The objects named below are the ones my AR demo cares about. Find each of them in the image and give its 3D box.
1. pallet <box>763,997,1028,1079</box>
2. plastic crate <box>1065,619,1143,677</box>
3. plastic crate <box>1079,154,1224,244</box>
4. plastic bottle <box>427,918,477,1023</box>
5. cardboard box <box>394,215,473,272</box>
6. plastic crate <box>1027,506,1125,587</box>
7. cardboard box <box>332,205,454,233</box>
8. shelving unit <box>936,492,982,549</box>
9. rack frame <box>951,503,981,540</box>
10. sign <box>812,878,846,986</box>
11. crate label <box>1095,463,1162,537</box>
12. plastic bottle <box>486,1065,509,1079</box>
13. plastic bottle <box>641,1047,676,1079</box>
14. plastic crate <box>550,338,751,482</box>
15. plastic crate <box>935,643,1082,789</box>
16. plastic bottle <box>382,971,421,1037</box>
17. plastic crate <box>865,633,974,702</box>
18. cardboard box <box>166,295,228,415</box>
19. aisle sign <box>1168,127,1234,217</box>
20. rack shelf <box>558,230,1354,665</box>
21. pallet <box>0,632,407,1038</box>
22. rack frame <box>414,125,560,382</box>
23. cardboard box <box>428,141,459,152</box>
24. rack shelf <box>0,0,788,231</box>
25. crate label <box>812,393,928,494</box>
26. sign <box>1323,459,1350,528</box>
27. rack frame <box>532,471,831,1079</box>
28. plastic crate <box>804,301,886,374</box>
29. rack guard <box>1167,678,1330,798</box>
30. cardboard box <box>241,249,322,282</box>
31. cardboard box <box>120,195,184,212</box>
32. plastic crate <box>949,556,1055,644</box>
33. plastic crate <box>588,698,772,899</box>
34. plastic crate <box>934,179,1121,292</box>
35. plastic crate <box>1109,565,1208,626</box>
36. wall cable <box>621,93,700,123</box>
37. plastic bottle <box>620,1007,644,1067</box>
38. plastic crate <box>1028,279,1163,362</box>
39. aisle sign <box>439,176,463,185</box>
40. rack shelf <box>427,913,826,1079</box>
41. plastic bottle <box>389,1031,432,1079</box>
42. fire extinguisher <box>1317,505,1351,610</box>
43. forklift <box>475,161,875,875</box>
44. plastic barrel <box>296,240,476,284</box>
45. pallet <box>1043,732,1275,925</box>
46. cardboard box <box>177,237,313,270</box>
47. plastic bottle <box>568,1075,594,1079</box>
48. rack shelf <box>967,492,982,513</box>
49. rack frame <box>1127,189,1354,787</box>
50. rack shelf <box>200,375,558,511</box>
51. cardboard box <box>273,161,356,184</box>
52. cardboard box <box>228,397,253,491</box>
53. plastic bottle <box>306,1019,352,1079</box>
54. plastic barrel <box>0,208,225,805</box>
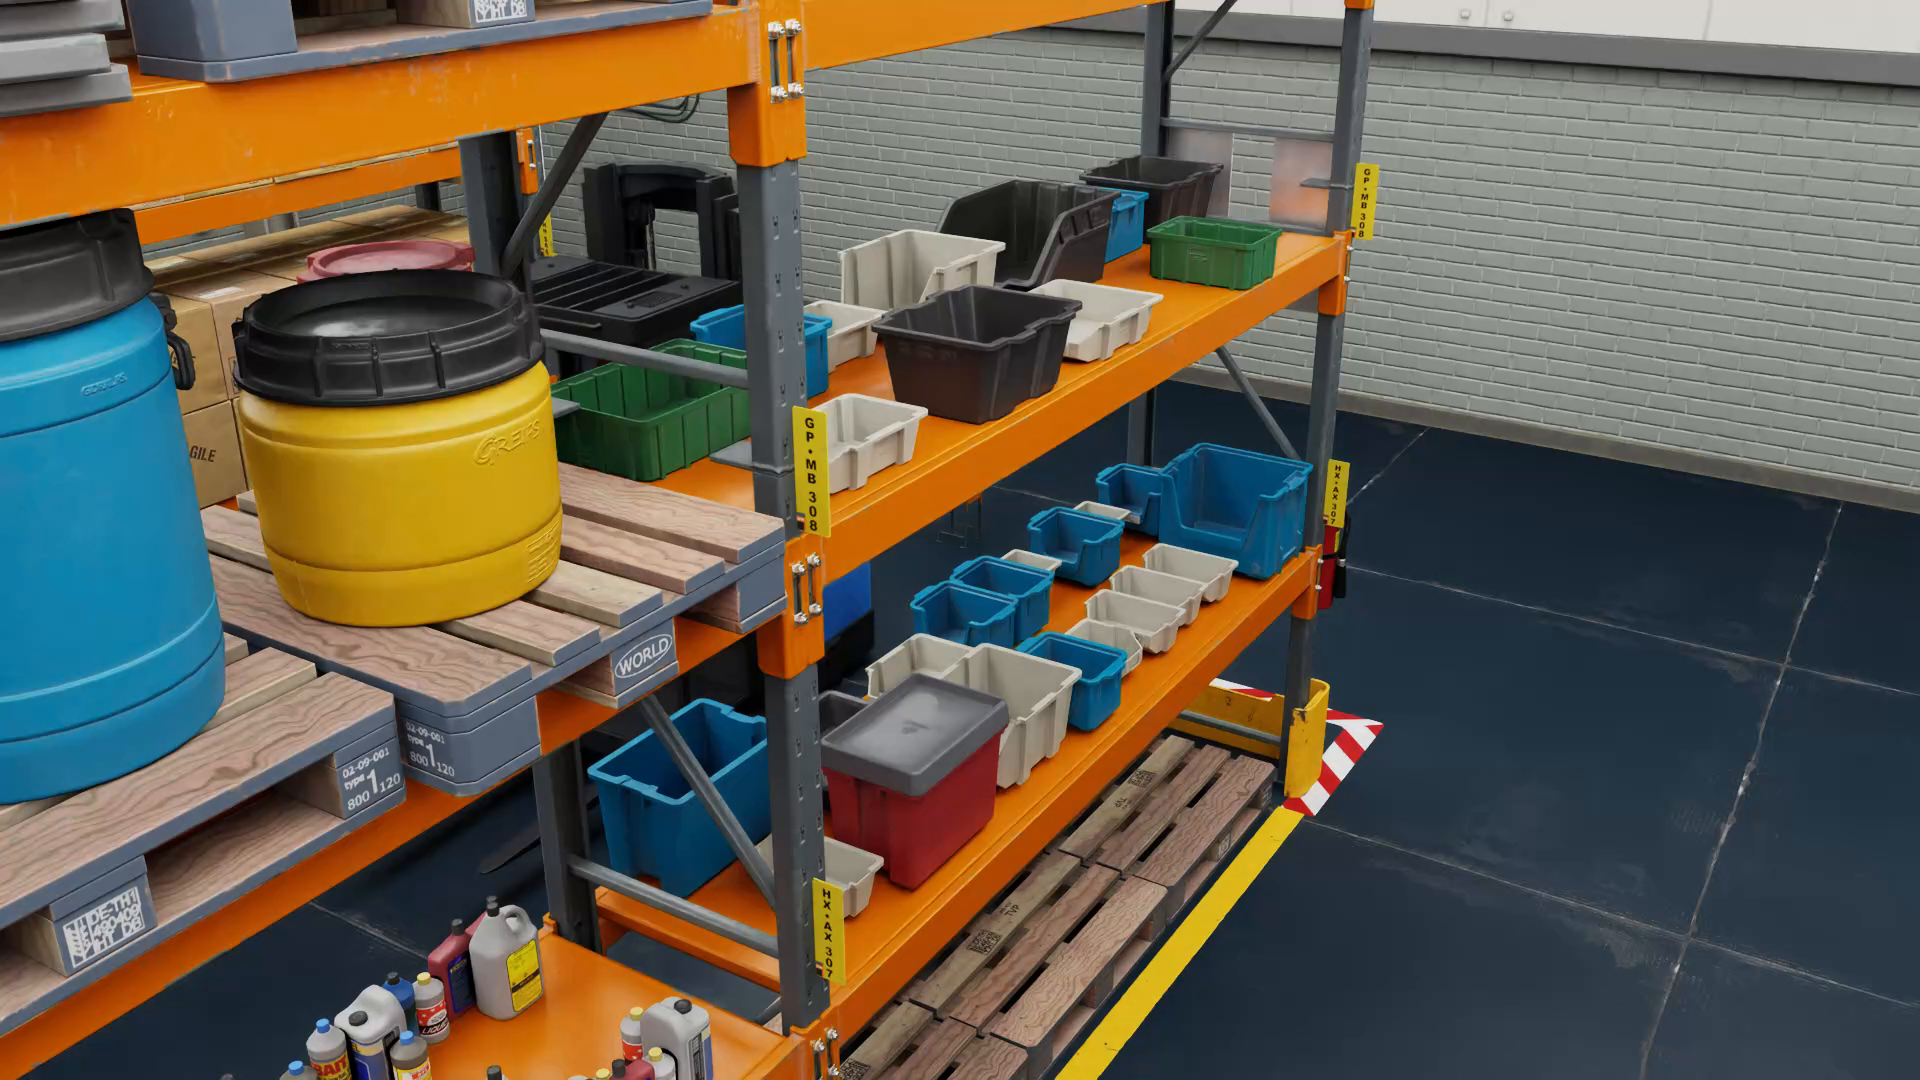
[{"bbox_3d":[-0.474,2.123,6.081,1.003,0.211,1.213,14,27,29],"label":"pallet"},{"bbox_3d":[0.573,0.454,6.683,0.298,0.136,0.250,14,27,29],"label":"plastic crate"},{"bbox_3d":[0.841,-1.496,7.318,0.497,0.269,0.590,14,27,29],"label":"plastic crate"},{"bbox_3d":[-1.455,1.232,4.774,0.061,0.283,0.133,14,27,29],"label":"plastic bottle"},{"bbox_3d":[-2.927,-1.587,9.755,0.500,0.500,0.500,14,27,29],"label":"cardboard box"},{"bbox_3d":[0.524,0.035,7.528,0.416,0.233,0.300,14,27,29],"label":"plastic crate"},{"bbox_3d":[-3.383,-1.700,10.017,0.500,0.500,0.500,15,27,31],"label":"cardboard box"},{"bbox_3d":[-0.008,-0.546,11.000,0.258,1.200,0.189,14,27,29],"label":"shelving unit"},{"bbox_3d":[0.041,-0.577,11.072,0.240,1.200,0.006,14,27,29],"label":"rack frame"},{"bbox_3d":[-0.363,1.088,4.612,0.100,0.325,0.005,14,27,29],"label":"sign"},{"bbox_3d":[0.871,-0.187,8.041,0.416,0.233,0.303,14,27,29],"label":"crate label"},{"bbox_3d":[-1.159,1.471,4.139,0.144,0.351,0.185,14,27,29],"label":"plastic bottle"},{"bbox_3d":[-0.800,1.436,4.407,0.097,0.201,0.097,0,23,0],"label":"plastic bottle"},{"bbox_3d":[-0.863,-0.386,4.857,0.450,0.188,0.662,14,27,29],"label":"plastic crate"},{"bbox_3d":[0.133,0.650,6.048,0.437,0.282,0.530,14,27,29],"label":"plastic crate"},{"bbox_3d":[-1.552,1.313,4.602,0.097,0.271,0.097,0,23,0],"label":"plastic bottle"},{"bbox_3d":[-0.166,0.542,6.478,0.293,0.136,0.466,14,27,29],"label":"plastic crate"},{"bbox_3d":[-4.004,-0.892,8.151,0.500,0.500,0.500,13,27,27],"label":"cardboard box"},{"bbox_3d":[1.066,-1.530,7.737,0.394,0.787,0.004,14,27,29],"label":"aisle sign"},{"bbox_3d":[0.226,-0.622,6.041,1.077,0.370,4.000,14,27,29],"label":"rack shelf"},{"bbox_3d":[-1.755,0.478,2.832,1.003,0.211,1.213,14,27,29],"label":"pallet"},{"bbox_3d":[-2.925,-1.290,10.454,1.000,3.000,0.127,14,27,29],"label":"rack frame"},{"bbox_3d":[-2.972,-2.369,9.360,0.500,0.250,0.500,14,27,29],"label":"cardboard box"},{"bbox_3d":[-1.884,-0.465,2.406,1.077,0.370,4.000,14,27,29],"label":"rack shelf"},{"bbox_3d":[-0.326,-0.261,4.633,0.293,0.136,0.466,14,27,29],"label":"crate label"},{"bbox_3d":[1.757,-0.216,7.767,0.100,0.325,0.005,14,27,29],"label":"sign"},{"bbox_3d":[-0.829,1.099,4.935,1.000,3.000,0.127,14,27,29],"label":"rack frame"},{"bbox_3d":[-0.482,-0.665,5.567,0.293,0.136,0.466,14,27,29],"label":"plastic crate"},{"bbox_3d":[1.282,0.886,8.575,1.175,0.500,0.348,14,27,29],"label":"rack guard"},{"bbox_3d":[-3.462,-1.240,8.955,0.500,0.500,0.500,15,27,30],"label":"cardboard box"},{"bbox_3d":[-4.037,-1.696,7.806,0.500,0.250,0.500,14,27,29],"label":"cardboard box"},{"bbox_3d":[0.176,0.257,7.015,0.416,0.233,0.300,14,27,29],"label":"plastic crate"},{"bbox_3d":[-0.873,0.850,5.455,0.392,0.384,0.575,14,27,29],"label":"plastic crate"},{"bbox_3d":[0.241,-1.141,6.412,0.504,0.338,0.767,14,27,29],"label":"plastic crate"},{"bbox_3d":[0.839,0.251,7.151,0.396,0.136,0.243,14,27,29],"label":"plastic crate"},{"bbox_3d":[-3.849,-5.489,16.511,3.097,2.526,0.112,14,27,29],"label":"wall cable"},{"bbox_3d":[-0.878,1.372,4.556,0.097,0.201,0.097,0,23,0],"label":"plastic bottle"},{"bbox_3d":[0.402,-0.757,5.779,0.437,0.136,0.530,14,27,29],"label":"plastic crate"},{"bbox_3d":[-3.139,-2.567,10.133,0.394,0.787,0.004,14,27,29],"label":"aisle sign"},{"bbox_3d":[-1.884,2.105,3.518,1.077,0.370,4.000,14,27,29],"label":"rack shelf"},{"bbox_3d":[-1.474,1.410,4.467,0.097,0.201,0.097,0,23,0],"label":"plastic bottle"},{"bbox_3d":[1.746,0.000,8.040,0.296,0.674,0.183,14,27,29],"label":"fire extinguisher"},{"bbox_3d":[-1.648,-0.264,8.171,1.130,2.935,3.031,12,26,26],"label":"forklift"},{"bbox_3d":[-1.320,-0.407,3.939,0.433,0.535,0.433,0,23,0],"label":"plastic barrel"},{"bbox_3d":[0.813,1.299,7.983,1.003,0.211,1.213,14,27,29],"label":"pallet"},{"bbox_3d":[-3.921,-1.354,9.218,0.500,0.500,0.500,14,27,30],"label":"cardboard box"},{"bbox_3d":[-0.955,1.480,4.211,0.152,0.276,0.135,14,27,29],"label":"plastic bottle"},{"bbox_3d":[-0.008,-0.285,11.113,0.258,0.103,0.180,14,27,29],"label":"rack shelf"},{"bbox_3d":[1.281,-0.251,8.053,1.000,3.000,0.127,14,27,29],"label":"rack frame"},{"bbox_3d":[-3.980,-0.285,9.038,1.077,0.370,4.000,14,27,29],"label":"rack shelf"},{"bbox_3d":[-3.498,-2.031,8.579,0.500,0.250,0.500,14,27,29],"label":"cardboard box"},{"bbox_3d":[-3.735,-0.614,8.768,0.500,0.500,0.500,13,27,28],"label":"cardboard box"},{"bbox_3d":[-1.674,1.392,4.421,0.097,0.271,0.097,0,23,0],"label":"plastic bottle"},{"bbox_3d":[-1.600,-0.092,2.751,0.600,0.901,0.708,14,27,29],"label":"plastic barrel"}]
